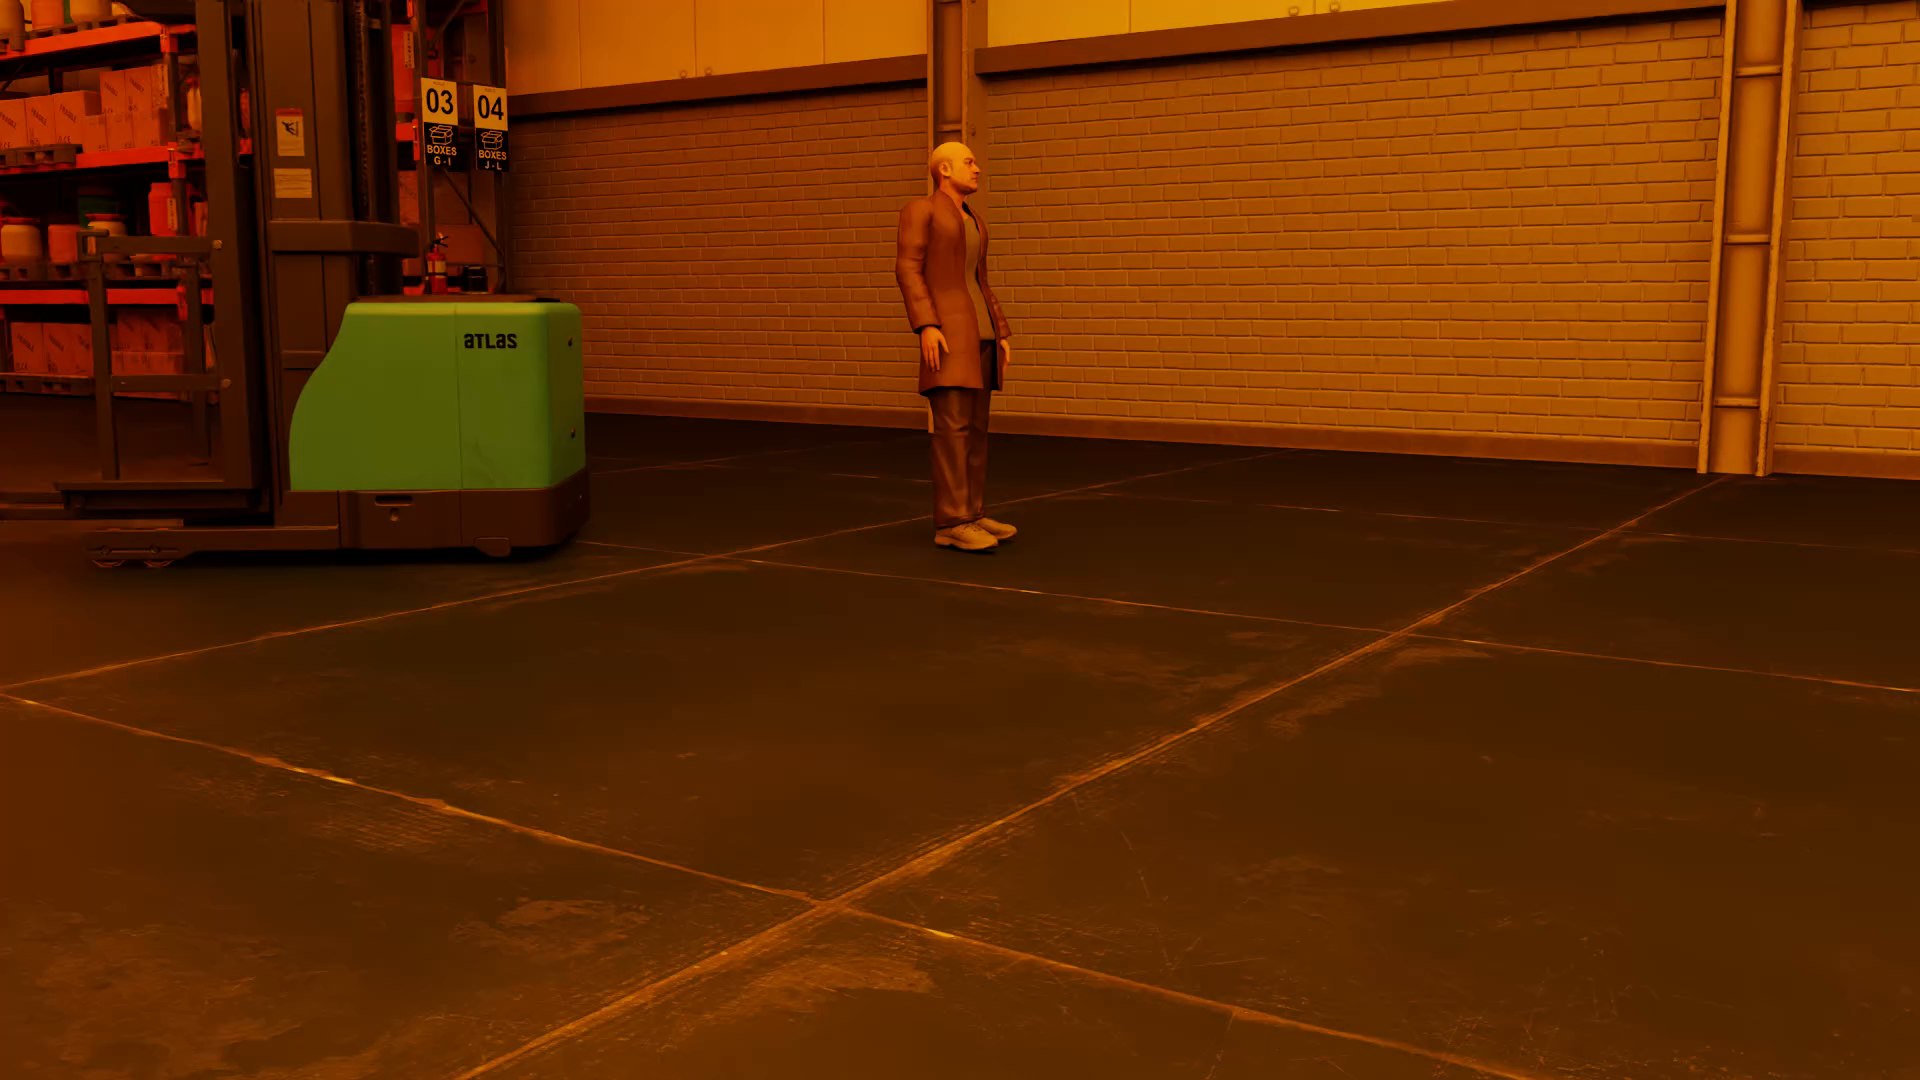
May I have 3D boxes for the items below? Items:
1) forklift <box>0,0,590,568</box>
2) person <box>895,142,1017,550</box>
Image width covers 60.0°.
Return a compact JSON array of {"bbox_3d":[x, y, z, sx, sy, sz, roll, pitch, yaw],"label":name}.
[{"bbox_3d":[-3.226,-1.412,7.124,3.031,2.935,1.130,-1,8,-4],"label":"forklift"},{"bbox_3d":[0.072,-0.879,7.423,0.582,1.776,0.694,5,10,34],"label":"person"}]
